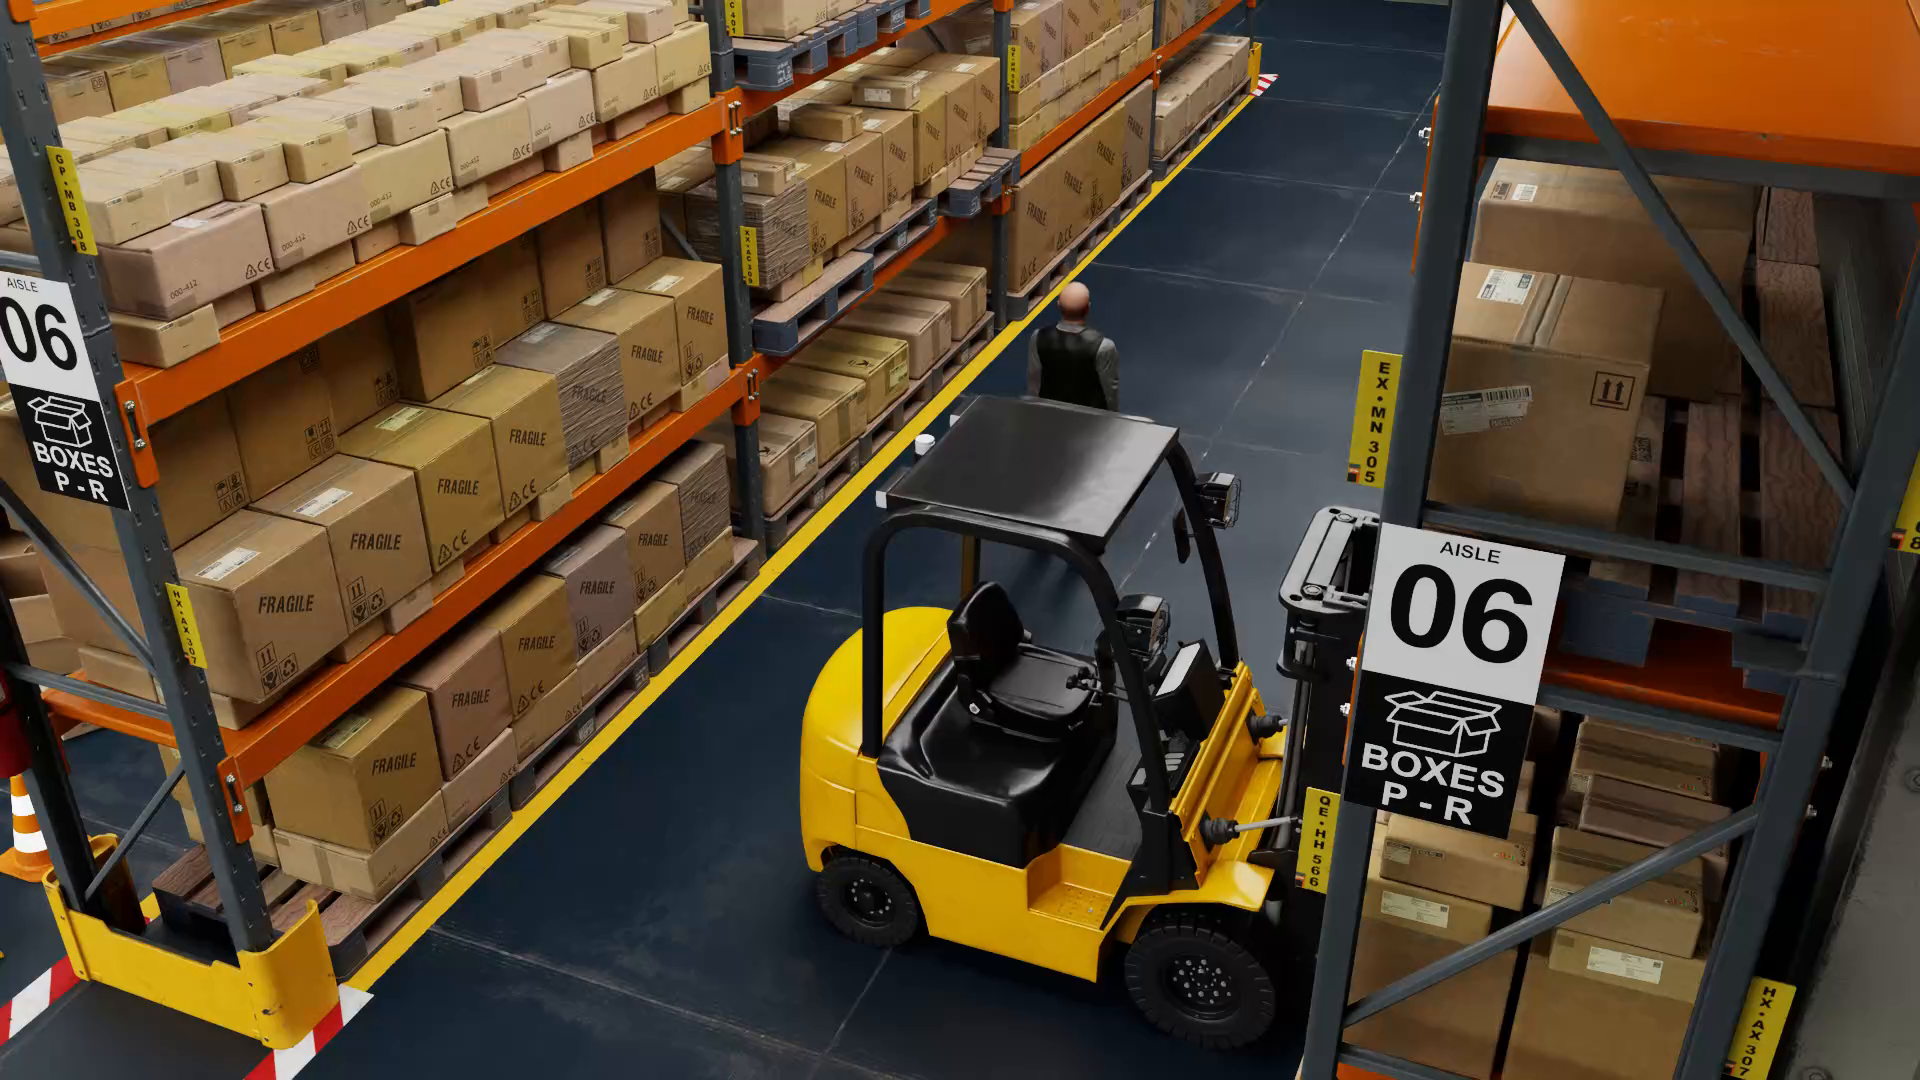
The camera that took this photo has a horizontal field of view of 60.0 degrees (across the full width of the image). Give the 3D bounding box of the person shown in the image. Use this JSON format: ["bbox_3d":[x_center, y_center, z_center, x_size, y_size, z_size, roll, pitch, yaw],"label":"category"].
[{"bbox_3d":[0.658,-0.690,9.653,0.544,1.726,0.393,12,32,20],"label":"person"}]
